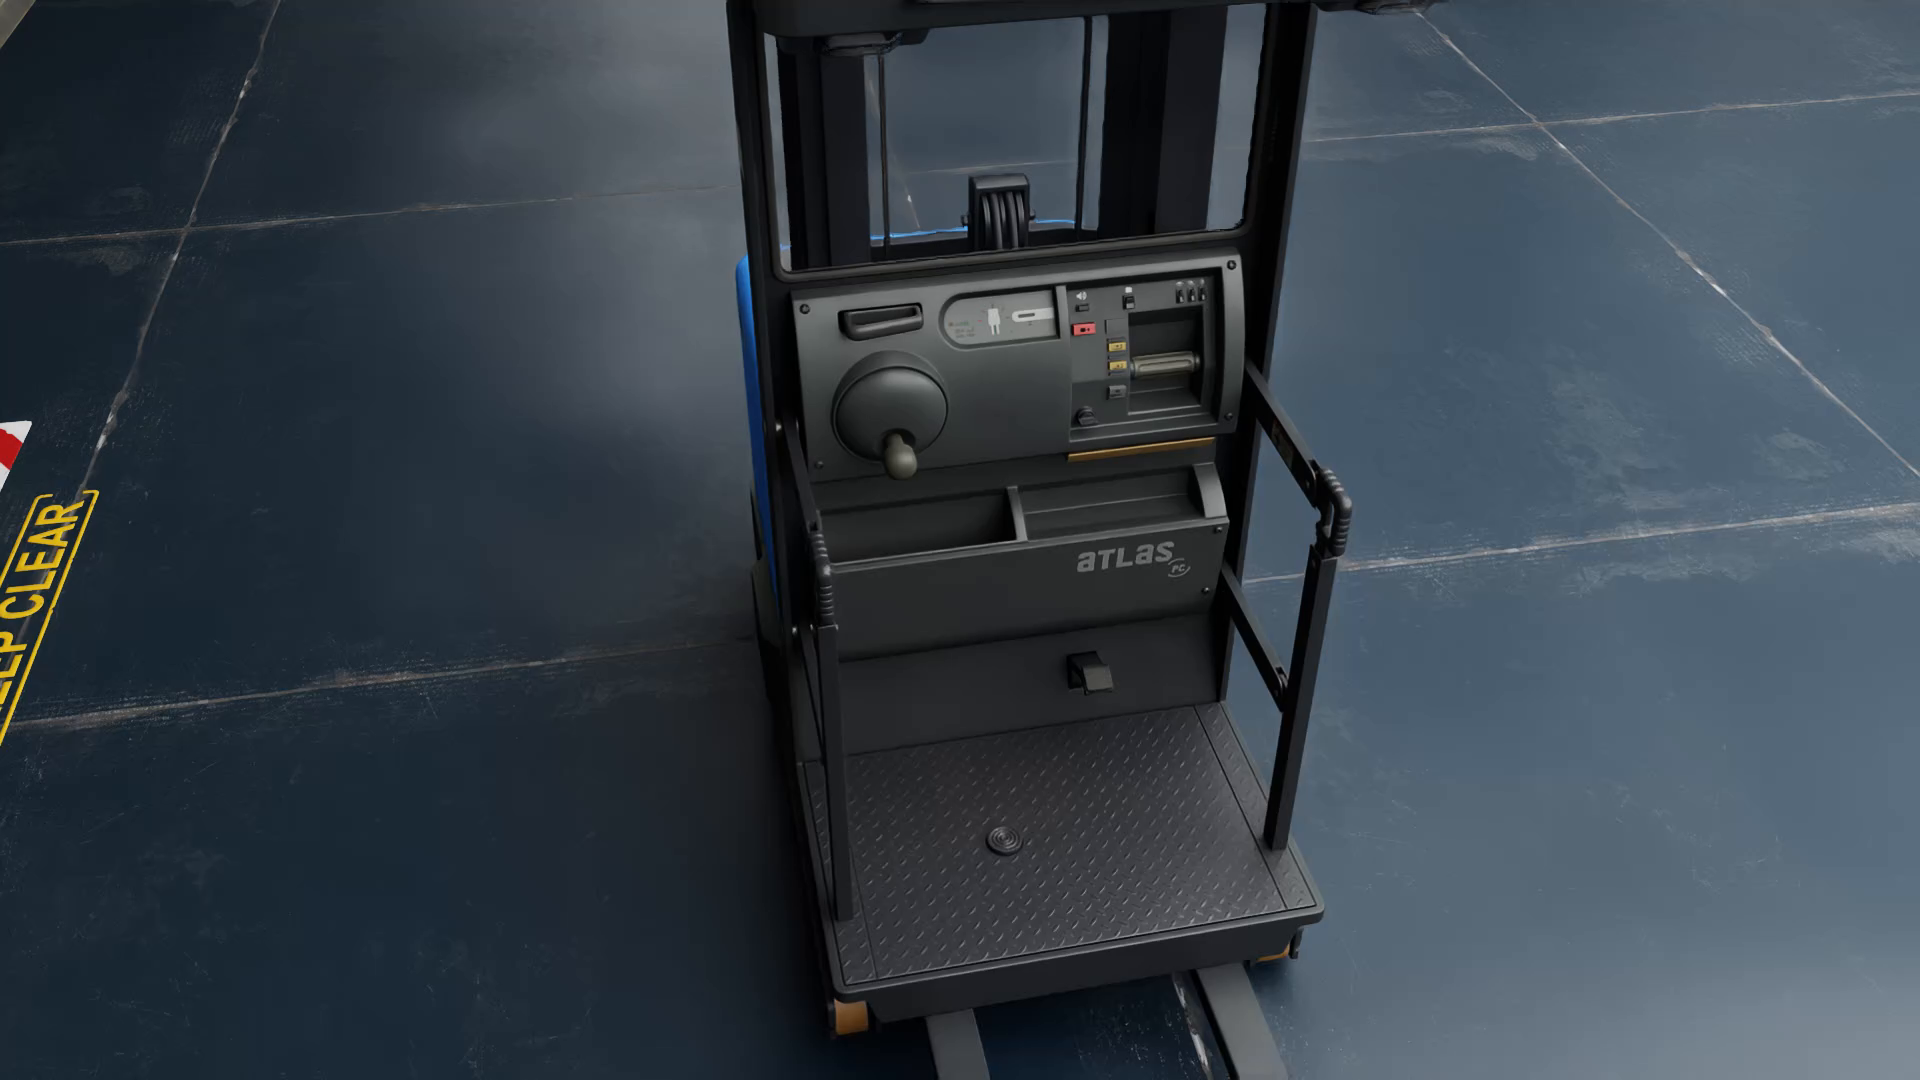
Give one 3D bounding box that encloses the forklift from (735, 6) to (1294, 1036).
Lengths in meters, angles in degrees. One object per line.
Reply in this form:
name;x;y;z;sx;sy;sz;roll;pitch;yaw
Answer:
forklift;0.172;-0.284;3.227;1.121;2.935;3.031;-7;38;-9
